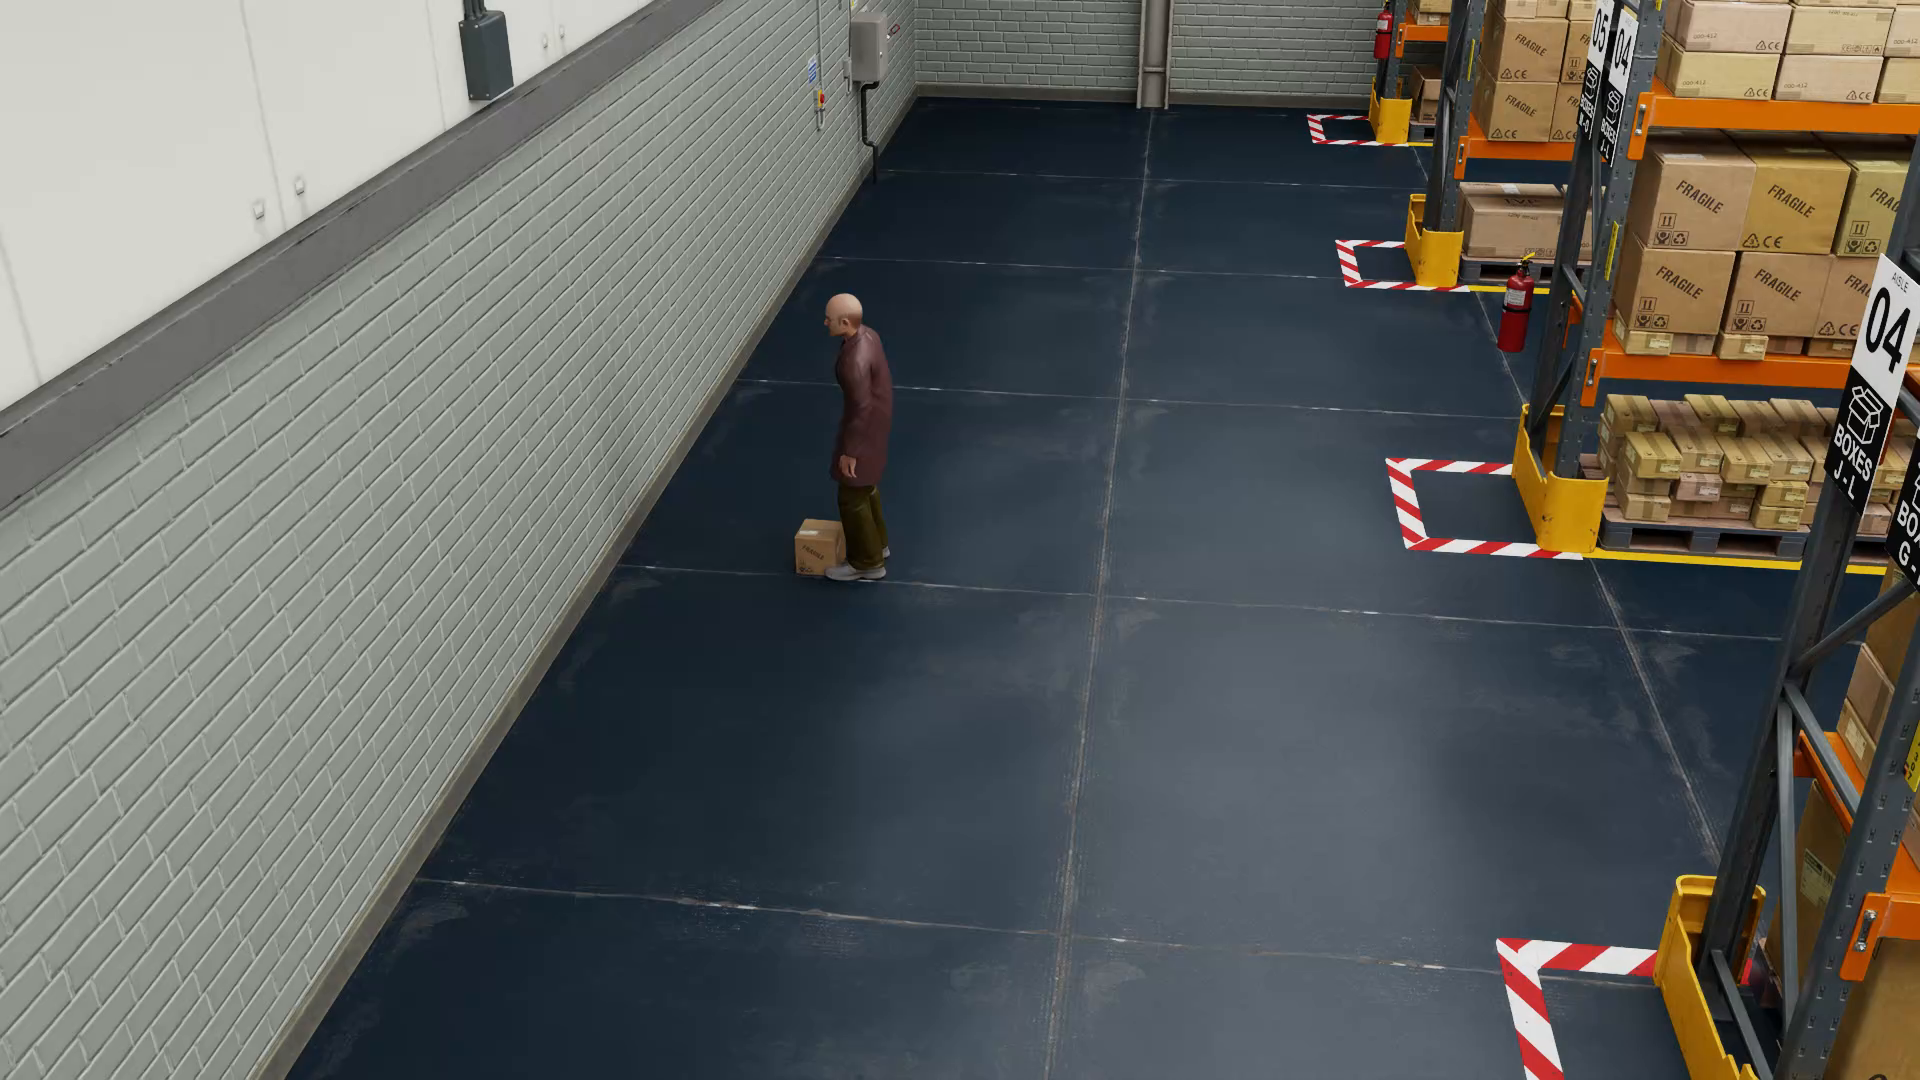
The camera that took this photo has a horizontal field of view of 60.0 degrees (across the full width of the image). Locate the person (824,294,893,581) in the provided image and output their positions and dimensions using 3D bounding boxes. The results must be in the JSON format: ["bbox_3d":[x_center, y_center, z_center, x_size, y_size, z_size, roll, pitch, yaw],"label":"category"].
[{"bbox_3d":[-0.604,-0.608,9.781,0.427,1.773,0.652,2,28,3],"label":"person"}]
